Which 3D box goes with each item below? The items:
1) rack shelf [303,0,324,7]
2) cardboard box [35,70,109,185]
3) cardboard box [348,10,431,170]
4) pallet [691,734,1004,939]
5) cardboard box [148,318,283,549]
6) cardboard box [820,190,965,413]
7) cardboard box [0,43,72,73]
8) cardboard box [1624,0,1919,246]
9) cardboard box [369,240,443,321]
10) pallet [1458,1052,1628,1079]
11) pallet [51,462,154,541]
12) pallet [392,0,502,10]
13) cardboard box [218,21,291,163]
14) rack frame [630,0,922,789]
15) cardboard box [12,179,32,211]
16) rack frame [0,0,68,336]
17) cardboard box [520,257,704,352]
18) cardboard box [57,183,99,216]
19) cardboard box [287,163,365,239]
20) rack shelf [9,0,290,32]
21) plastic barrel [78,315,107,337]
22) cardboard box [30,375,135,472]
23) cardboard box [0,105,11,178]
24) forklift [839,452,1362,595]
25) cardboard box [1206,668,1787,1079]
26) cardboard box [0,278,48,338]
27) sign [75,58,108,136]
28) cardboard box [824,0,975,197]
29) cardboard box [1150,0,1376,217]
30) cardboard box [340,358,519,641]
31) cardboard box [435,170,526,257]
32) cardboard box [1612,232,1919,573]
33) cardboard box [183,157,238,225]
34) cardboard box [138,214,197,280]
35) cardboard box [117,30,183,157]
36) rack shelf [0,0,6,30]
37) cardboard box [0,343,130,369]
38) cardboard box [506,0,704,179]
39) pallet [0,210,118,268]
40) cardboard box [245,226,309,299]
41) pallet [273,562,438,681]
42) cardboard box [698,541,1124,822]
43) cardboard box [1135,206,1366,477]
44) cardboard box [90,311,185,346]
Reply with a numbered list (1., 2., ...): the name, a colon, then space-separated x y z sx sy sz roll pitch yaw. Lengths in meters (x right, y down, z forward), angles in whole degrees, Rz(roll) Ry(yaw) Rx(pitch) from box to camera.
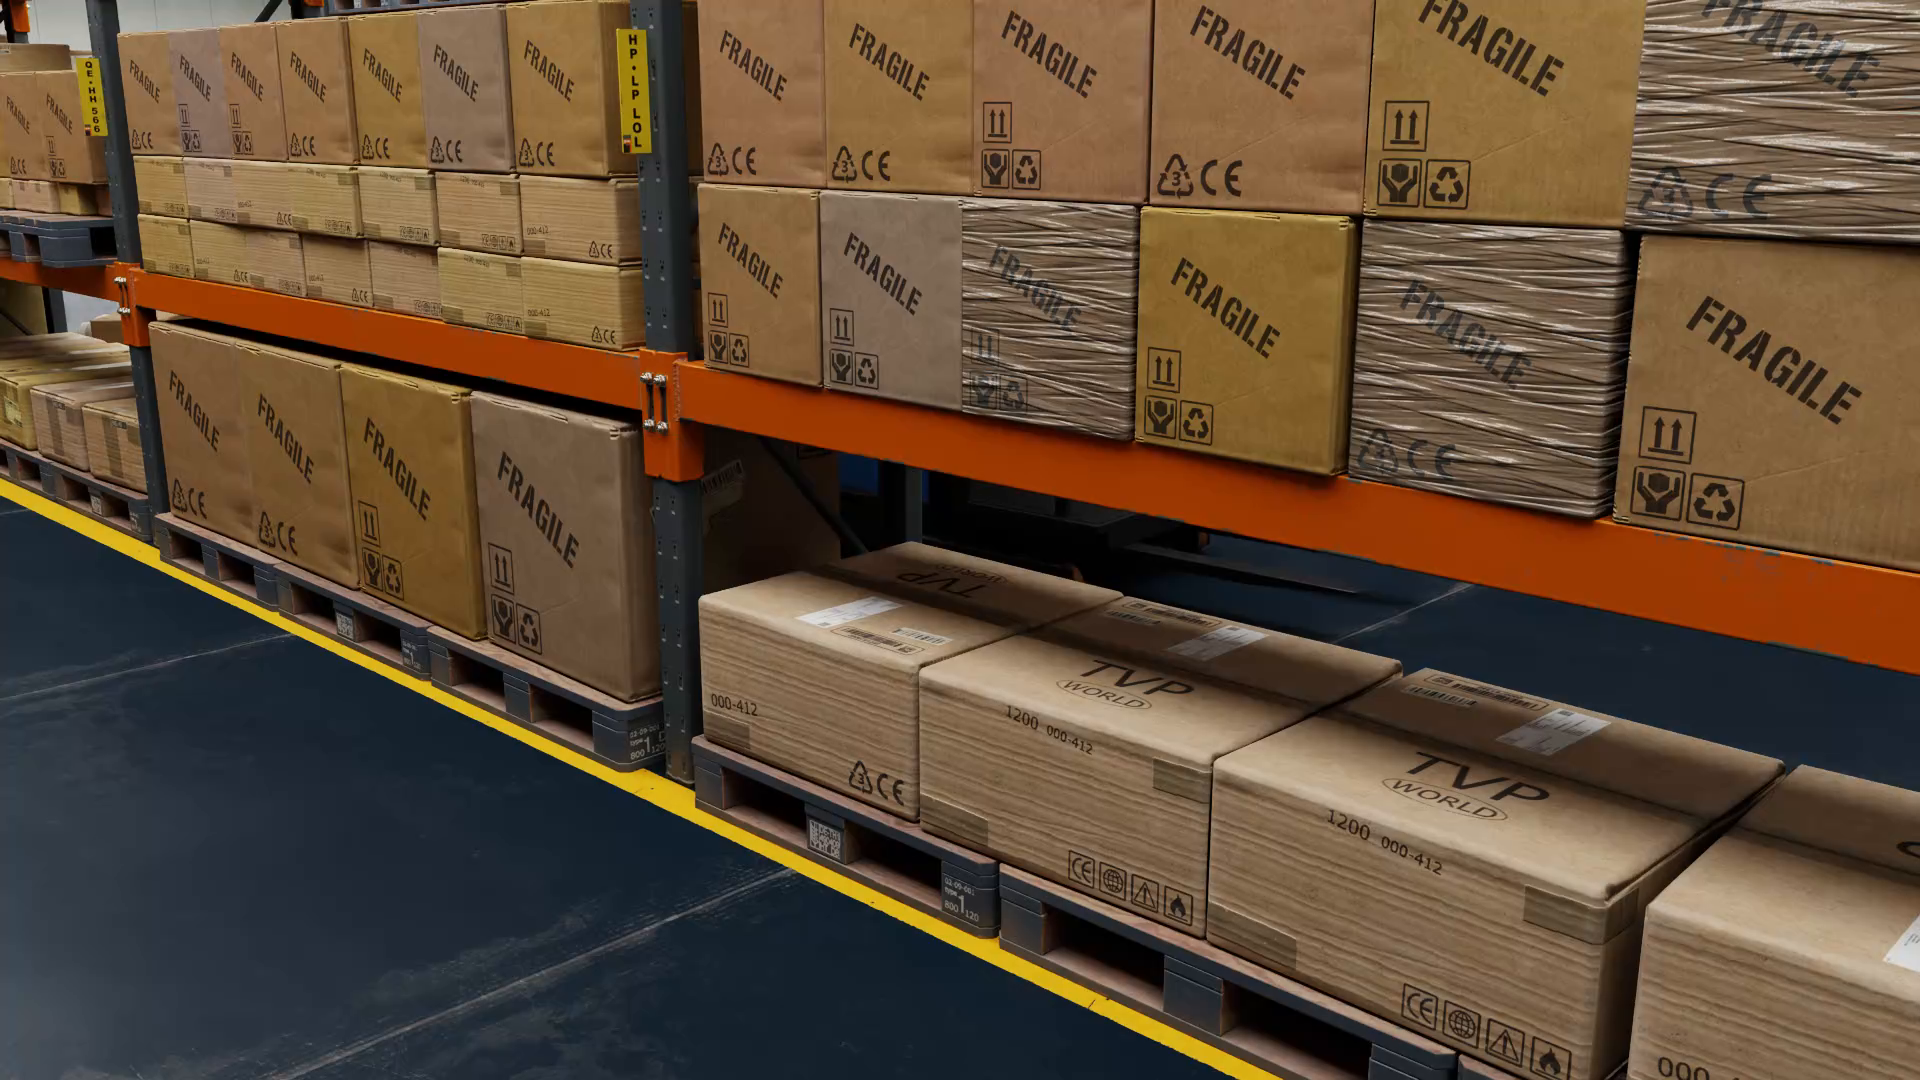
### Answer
1. rack shelf: -1.955 -2.253 6.107 4.000 0.370 1.077 14 20 42
2. cardboard box: -3.914 -1.924 7.746 0.500 0.500 0.500 13 19 41
3. cardboard box: -1.740 -1.546 5.734 0.500 0.500 0.500 -14 20 -43
4. pallet: -0.022 0.697 4.837 1.213 0.211 1.003 14 20 42
5. cardboard box: -2.955 -0.539 7.431 0.875 0.875 0.875 13 20 42
6. cardboard box: 0.001 -0.629 4.200 0.500 0.500 0.500 14 20 43
7. cardboard box: -4.768 -2.444 8.455 0.250 0.149 0.380 12 19 40
8. cardboard box: 1.456 -0.759 2.714 0.500 0.500 0.500 14 20 42
9. cardboard box: -1.728 -0.941 5.891 0.500 0.250 0.500 13 19 41
10. pallet: 1.735 1.124 3.199 1.213 0.211 1.003 14 20 42
11. pallet: -3.956 -0.287 8.615 1.213 0.211 1.003 14 20 42
12. pallet: -4.366 -4.883 14.950 1.213 0.211 1.003 14 20 42
13. cardboard box: -2.483 -1.723 6.413 0.500 0.500 0.500 -14 20 -43
14. rack frame: -0.515 -0.799 5.051 0.127 3.000 1.000 14 20 42
15. cardboard box: -4.425 -1.711 8.215 0.250 0.149 0.380 12 19 40
16. rack frame: -6.274 -2.200 10.424 0.127 3.000 1.000 14 20 42
17. cardboard box: -1.013 -0.760 5.196 0.500 0.250 0.500 13 19 41
18. cardboard box: -4.037 -1.630 7.902 0.250 0.149 0.380 14 20 43
19. cardboard box: -2.123 -1.264 6.140 0.500 0.250 0.500 14 20 43
20. rack shelf: -4.834 -2.953 8.794 4.000 0.370 1.077 14 20 42
21. plastic barrel: -6.616 -1.566 13.103 0.512 0.421 0.421 -2 15 -6
22. cardboard box: -4.331 -0.659 8.893 0.625 0.372 0.950 13 20 41
23. cardboard box: -4.658 -2.101 8.424 0.500 0.500 0.500 12 19 38
24. forklift: 0.531 -1.308 7.139 3.031 2.935 1.130 12 19 38
25. cardboard box: 1.156 0.681 3.617 0.875 0.438 0.875 -14 20 -43
26. cardboard box: -6.511 -1.587 11.208 0.500 0.500 0.500 -13 20 -42
27. sign: -3.764 -1.921 7.217 0.005 0.325 0.100 14 20 42
28. cardboard box: 0.019 -1.115 4.080 0.500 0.500 0.500 13 20 41
29. cardboard box: 0.741 -0.934 3.388 0.500 0.500 0.500 13 20 42
30. cardboard box: -1.672 -0.225 6.228 0.875 0.875 0.875 -14 20 -43
31. cardboard box: -1.366 -1.088 5.464 0.500 0.250 0.500 -14 20 -43
32. cardboard box: 1.483 -0.275 2.839 0.500 0.500 0.500 13 20 41
33. cardboard box: -2.830 -1.445 6.833 0.500 0.250 0.500 -14 20 -43
34. cardboard box: -3.217 -1.296 7.253 0.500 0.250 0.500 13 20 41
35. cardboard box: -3.209 -1.901 7.097 0.500 0.500 0.500 13 19 40
36. rack shelf: -7.714 -3.653 11.480 4.000 0.370 1.077 14 20 42
37. cardboard box: -5.375 -0.915 9.872 0.950 0.372 0.625 -13 19 -41
38. cardboard box: -1.011 -1.364 5.038 0.500 0.500 0.500 -14 20 -42
39. pallet: -3.981 -1.512 8.166 1.003 0.211 1.213 14 20 42
40. cardboard box: -2.461 -1.116 6.564 0.500 0.250 0.500 -14 20 -42
41. pallet: -2.005 0.215 6.688 1.213 0.211 1.003 14 20 42
42. cardboard box: -0.137 0.367 4.825 0.875 0.438 0.875 13 20 41
43. cardboard box: 0.725 -0.451 3.515 0.500 0.500 0.500 -14 20 -43
44. cardboard box: -6.101 -1.426 12.407 0.500 0.500 0.500 -2 15 -6
